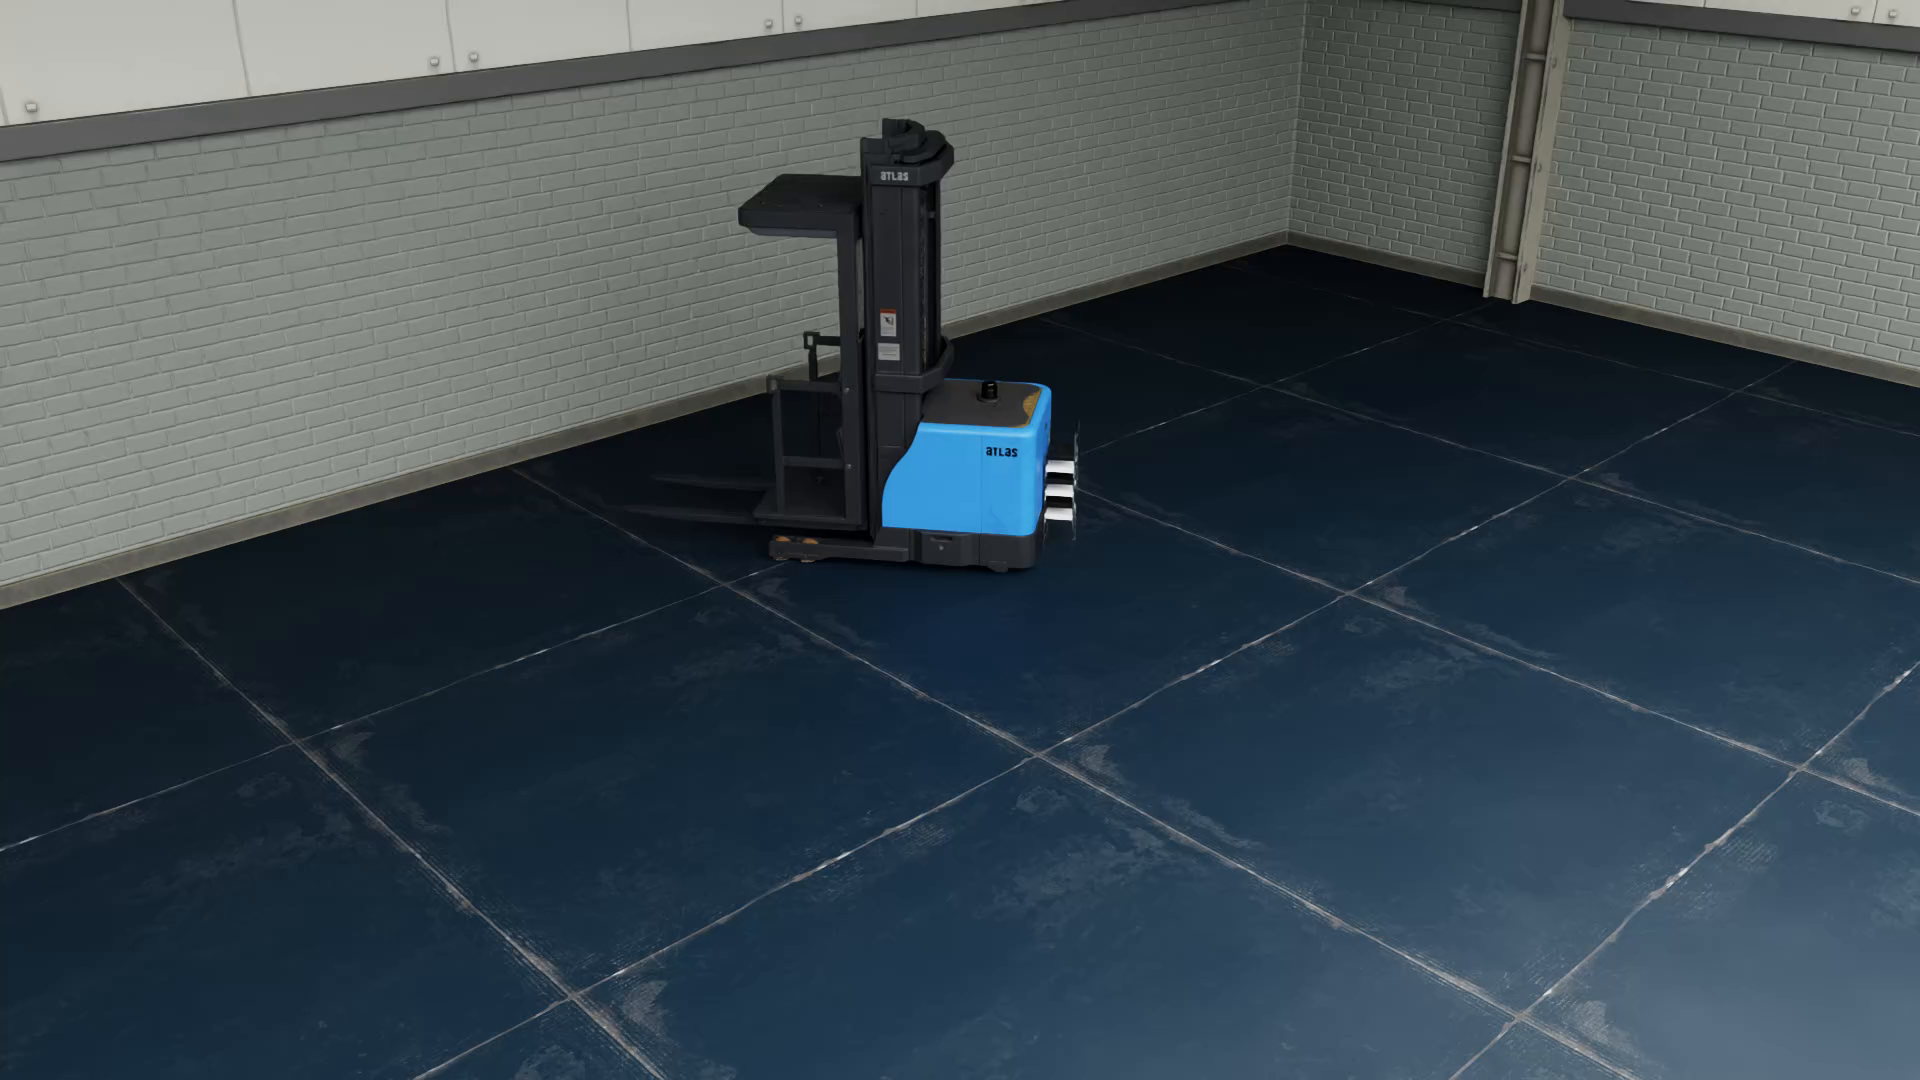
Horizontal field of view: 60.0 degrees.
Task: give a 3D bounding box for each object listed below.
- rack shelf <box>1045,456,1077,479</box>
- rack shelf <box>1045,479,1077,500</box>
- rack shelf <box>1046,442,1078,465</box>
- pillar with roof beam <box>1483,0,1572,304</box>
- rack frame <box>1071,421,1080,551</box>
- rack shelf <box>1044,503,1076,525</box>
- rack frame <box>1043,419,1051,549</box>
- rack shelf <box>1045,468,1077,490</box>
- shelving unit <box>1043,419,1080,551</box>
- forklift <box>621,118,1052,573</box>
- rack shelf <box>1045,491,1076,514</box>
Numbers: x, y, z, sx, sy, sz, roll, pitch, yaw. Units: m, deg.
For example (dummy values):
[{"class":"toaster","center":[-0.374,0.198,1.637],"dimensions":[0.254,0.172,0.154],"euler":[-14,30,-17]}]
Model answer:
[{"class":"rack shelf","center":[0.719,-0.521,11.752],"dimensions":[0.200,0.077,0.258],"euler":[4,25,9]},{"class":"rack shelf","center":[0.719,-0.358,11.827],"dimensions":[0.200,0.077,0.258],"euler":[4,25,9]},{"class":"rack shelf","center":[0.719,-0.603,11.715],"dimensions":[0.200,0.077,0.258],"euler":[4,25,9]},{"class":"pillar with roof beam","center":[2.677,-5.455,13.162],"dimensions":[9.100,9.000,0.400],"euler":[-21,32,-38]},{"class":"rack frame","center":[0.820,-0.381,11.797],"dimensions":[0.006,0.900,0.240],"euler":[4,25,9]},{"class":"rack shelf","center":[0.719,-0.194,11.901],"dimensions":[0.200,0.077,0.258],"euler":[4,25,9]},{"class":"rack frame","center":[0.619,-0.395,11.828],"dimensions":[0.006,0.900,0.240],"euler":[4,25,9]},{"class":"rack shelf","center":[0.719,-0.439,11.789],"dimensions":[0.200,0.077,0.258],"euler":[4,25,9]},{"class":"shelving unit","center":[0.719,-0.388,11.813],"dimensions":[0.210,0.900,0.258],"euler":[4,25,9]},{"class":"forklift","center":[-0.898,-1.384,11.549],"dimensions":[3.031,2.935,1.130],"euler":[4,25,9]},{"class":"rack shelf","center":[0.719,-0.276,11.864],"dimensions":[0.200,0.077,0.258],"euler":[4,25,9]}]
